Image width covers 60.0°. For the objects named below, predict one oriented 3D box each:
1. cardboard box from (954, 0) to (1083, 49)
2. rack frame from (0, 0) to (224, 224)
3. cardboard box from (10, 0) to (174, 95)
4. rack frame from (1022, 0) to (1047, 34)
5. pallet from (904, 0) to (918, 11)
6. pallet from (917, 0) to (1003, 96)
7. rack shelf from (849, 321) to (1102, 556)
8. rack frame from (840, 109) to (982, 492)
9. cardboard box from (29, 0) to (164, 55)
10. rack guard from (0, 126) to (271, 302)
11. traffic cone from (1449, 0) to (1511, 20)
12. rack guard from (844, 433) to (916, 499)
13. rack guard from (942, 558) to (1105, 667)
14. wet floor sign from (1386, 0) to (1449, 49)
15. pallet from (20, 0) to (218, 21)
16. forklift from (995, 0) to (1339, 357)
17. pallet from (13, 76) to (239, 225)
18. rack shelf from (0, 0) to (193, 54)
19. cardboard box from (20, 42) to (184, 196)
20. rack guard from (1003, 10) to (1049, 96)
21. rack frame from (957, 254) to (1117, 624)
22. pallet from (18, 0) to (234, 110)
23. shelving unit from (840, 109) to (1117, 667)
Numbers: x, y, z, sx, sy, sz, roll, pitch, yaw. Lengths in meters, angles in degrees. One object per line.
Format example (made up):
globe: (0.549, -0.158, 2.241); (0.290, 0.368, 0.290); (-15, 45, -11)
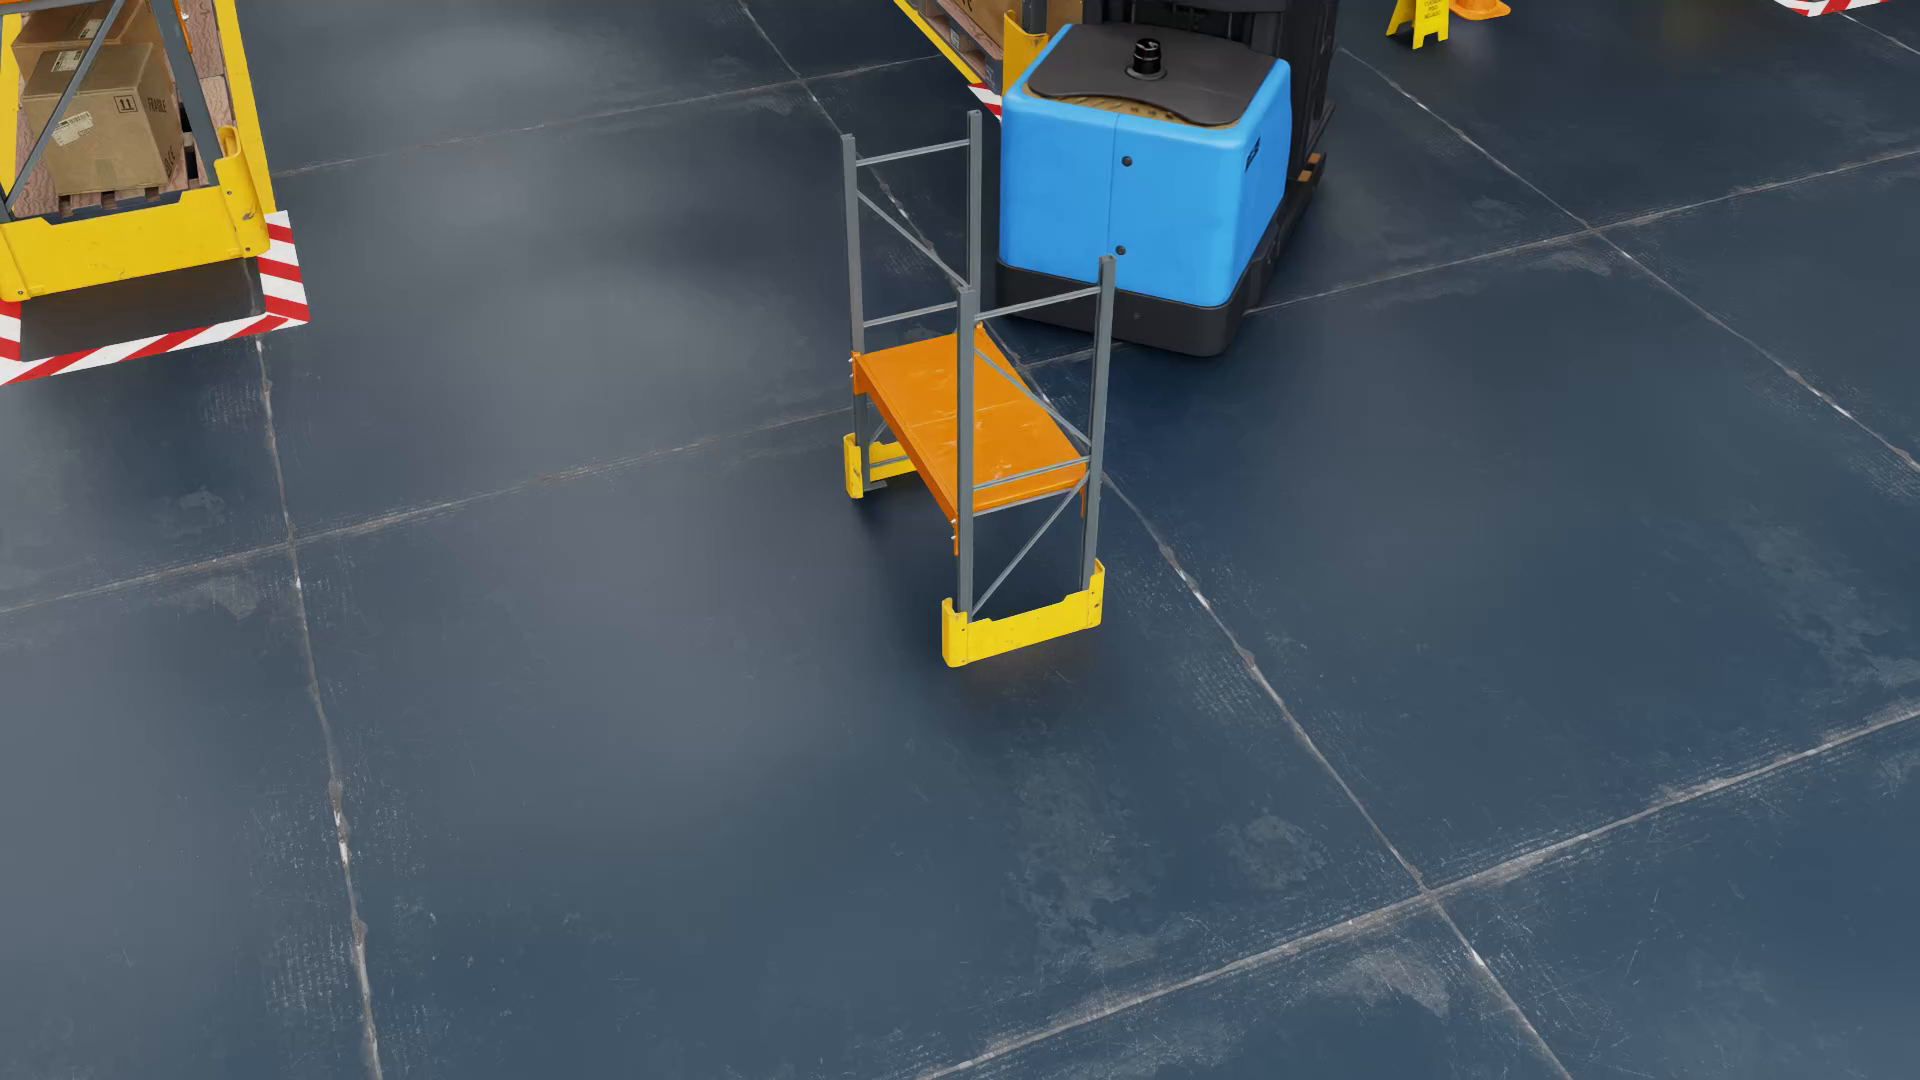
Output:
cardboard box: (0.486, -3.323, 9.121); (0.875, 0.875, 0.875); (-15, 43, -17)
rack frame: (-3.815, -2.401, 6.741); (1.000, 3.000, 0.127); (-15, 43, -17)
cardboard box: (-4.299, -2.344, 8.271); (0.500, 0.500, 0.500); (-5, 41, -6)
rack frame: (0.806, -3.577, 8.110); (1.000, 3.000, 0.127); (-15, 43, -17)
pallet: (-0.035, -3.716, 10.409); (1.003, 0.211, 1.213); (-15, 43, -17)
pallet: (0.428, -2.982, 9.556); (1.003, 0.211, 1.213); (-15, 43, -17)
rack shelf: (0.033, -0.381, 5.819); (0.538, 0.185, 1.000); (-15, 43, -17)
rack frame: (-0.162, -0.823, 6.057); (0.500, 1.500, 0.032); (-15, 43, -17)
cardboard box: (-4.521, -2.726, 8.715); (0.500, 0.500, 0.500); (-11, 42, -13)
rack guard: (-3.844, -1.499, 7.610); (1.175, 0.500, 0.348); (-15, 43, -17)
traffic cone: (3.089, -3.367, 9.810); (0.336, 0.463, 0.334); (-15, 43, -17)
rack guard: (-0.161, -0.349, 6.464); (0.587, 0.250, 0.087); (-15, 43, -17)
rack guard: (0.220, 0.251, 5.766); (0.587, 0.250, 0.087); (-15, 43, -17)
wet floor sign: (2.647, -3.161, 9.431); (0.267, 0.644, 0.232); (-23, 46, -24)
pallet: (-5.056, -3.357, 9.992); (1.003, 0.211, 1.213); (-15, 43, -17)
forklift: (1.180, -2.854, 7.321); (1.130, 2.935, 3.031); (15, 43, 17)
pallet: (-4.122, -1.888, 8.283); (1.003, 0.211, 1.213); (-15, 43, -17)
rack shelf: (-4.580, -3.333, 8.377); (1.077, 0.370, 4.000); (-15, 43, -17)
cardboard box: (-4.038, -1.993, 7.862); (0.500, 0.500, 0.500); (-8, 41, -9)
rack guard: (0.815, -2.615, 8.908); (1.175, 0.500, 0.348); (-15, 43, -17)
rack frame: (0.227, -0.211, 5.345); (0.500, 1.500, 0.032); (-15, 43, -17)
pallet: (-4.585, -2.621, 9.136); (1.003, 0.211, 1.213); (-15, 43, -17)
shelving unit: (0.029, -0.523, 5.708); (0.587, 1.500, 1.083); (-15, 43, -17)
